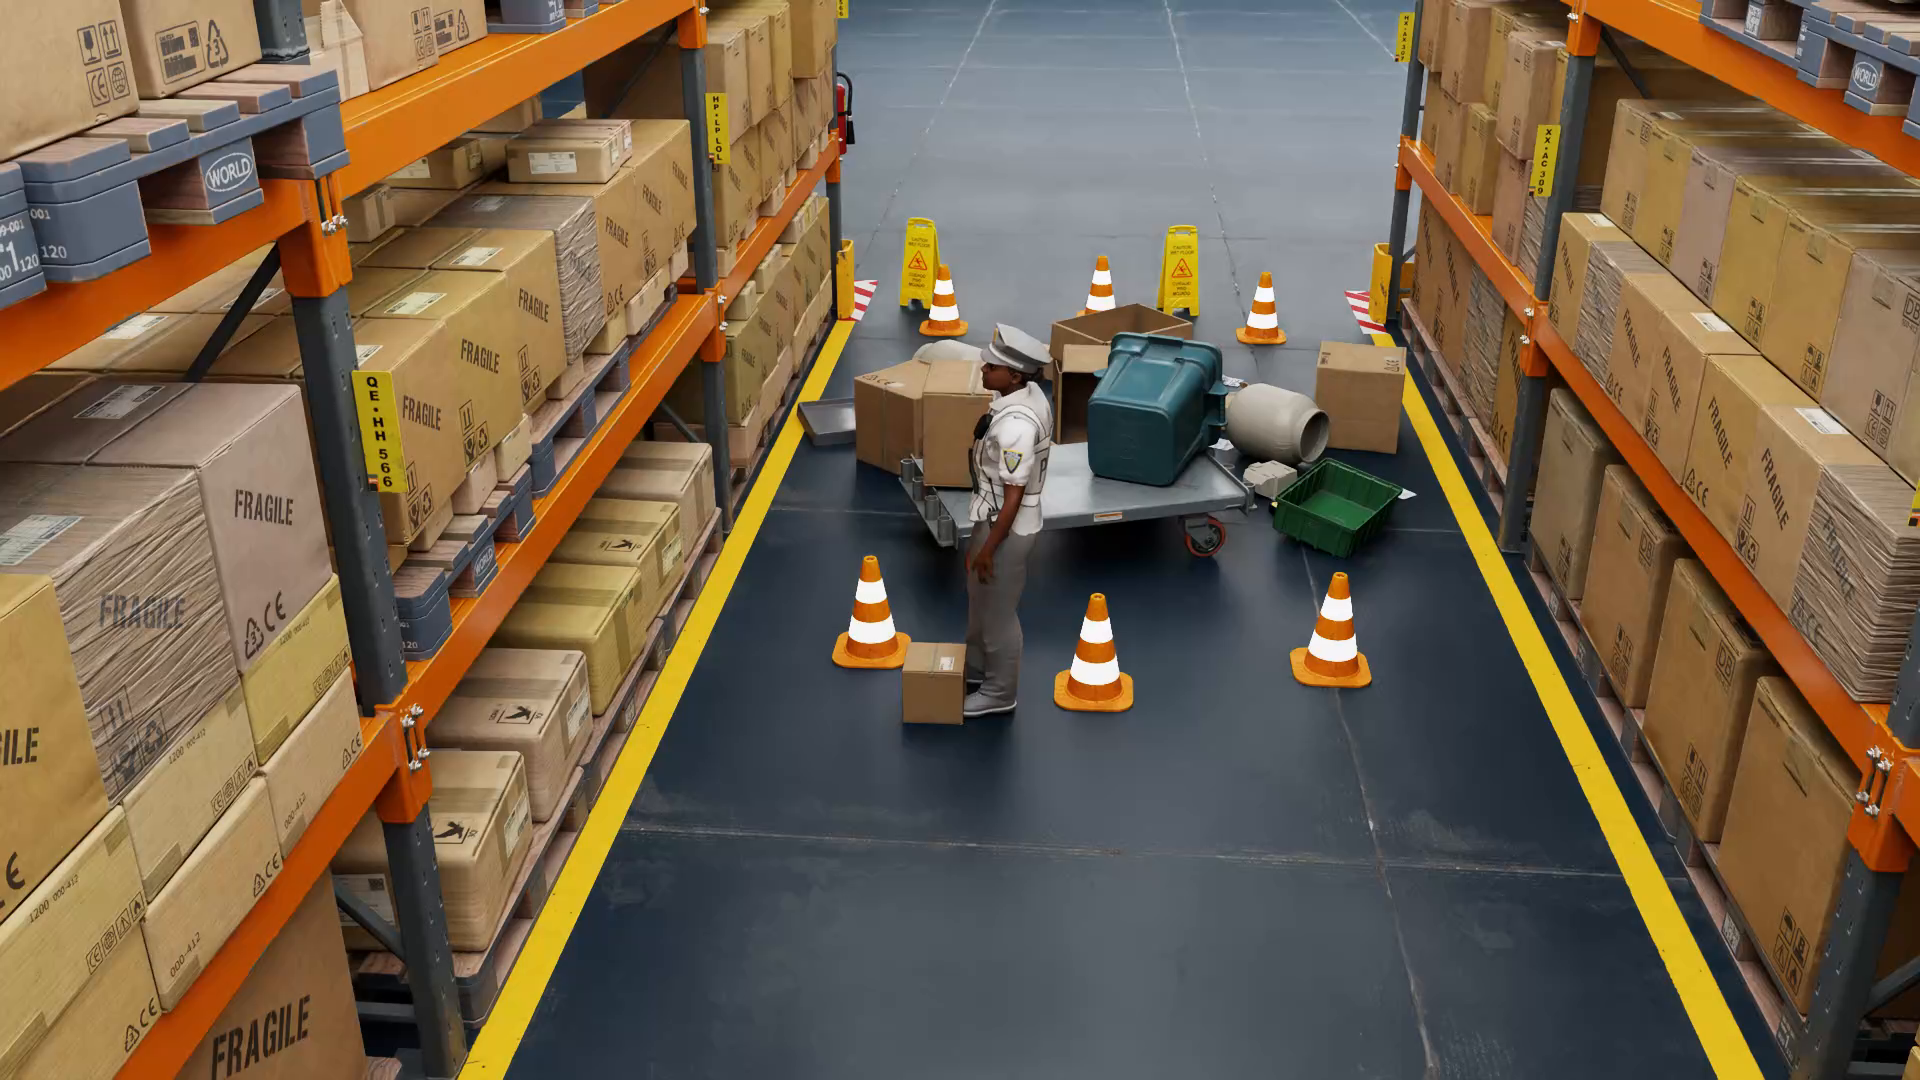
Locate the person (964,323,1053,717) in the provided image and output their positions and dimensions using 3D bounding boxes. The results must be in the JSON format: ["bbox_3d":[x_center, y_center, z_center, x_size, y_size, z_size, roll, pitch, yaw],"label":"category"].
[{"bbox_3d":[0.101,-0.070,6.698,0.529,1.691,0.568,2,25,4],"label":"person"}]
